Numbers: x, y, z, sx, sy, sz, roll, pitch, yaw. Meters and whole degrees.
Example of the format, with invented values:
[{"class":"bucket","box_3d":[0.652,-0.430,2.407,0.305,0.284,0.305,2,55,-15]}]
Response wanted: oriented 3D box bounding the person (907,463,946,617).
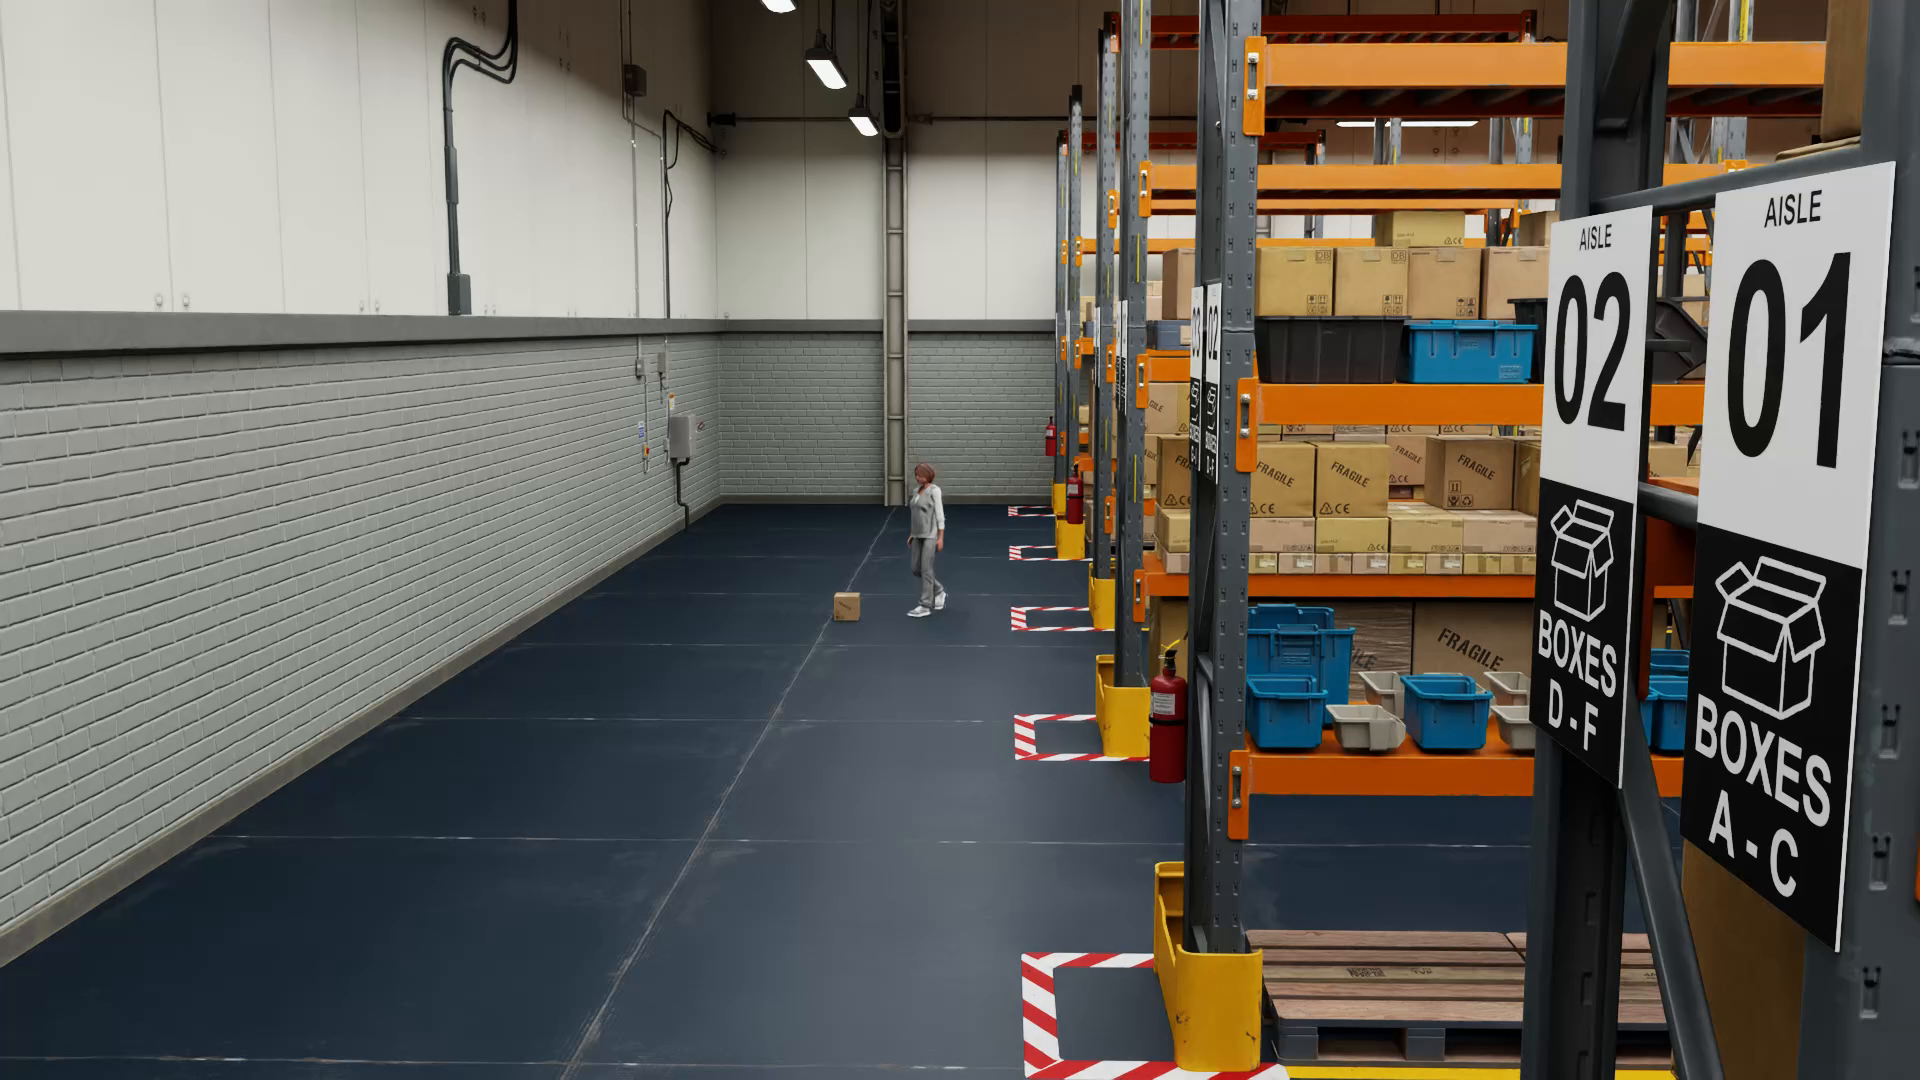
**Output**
[{"class":"person","box_3d":[-0.329,-0.013,17.375,0.575,1.595,0.443,-6,9,-37]}]
